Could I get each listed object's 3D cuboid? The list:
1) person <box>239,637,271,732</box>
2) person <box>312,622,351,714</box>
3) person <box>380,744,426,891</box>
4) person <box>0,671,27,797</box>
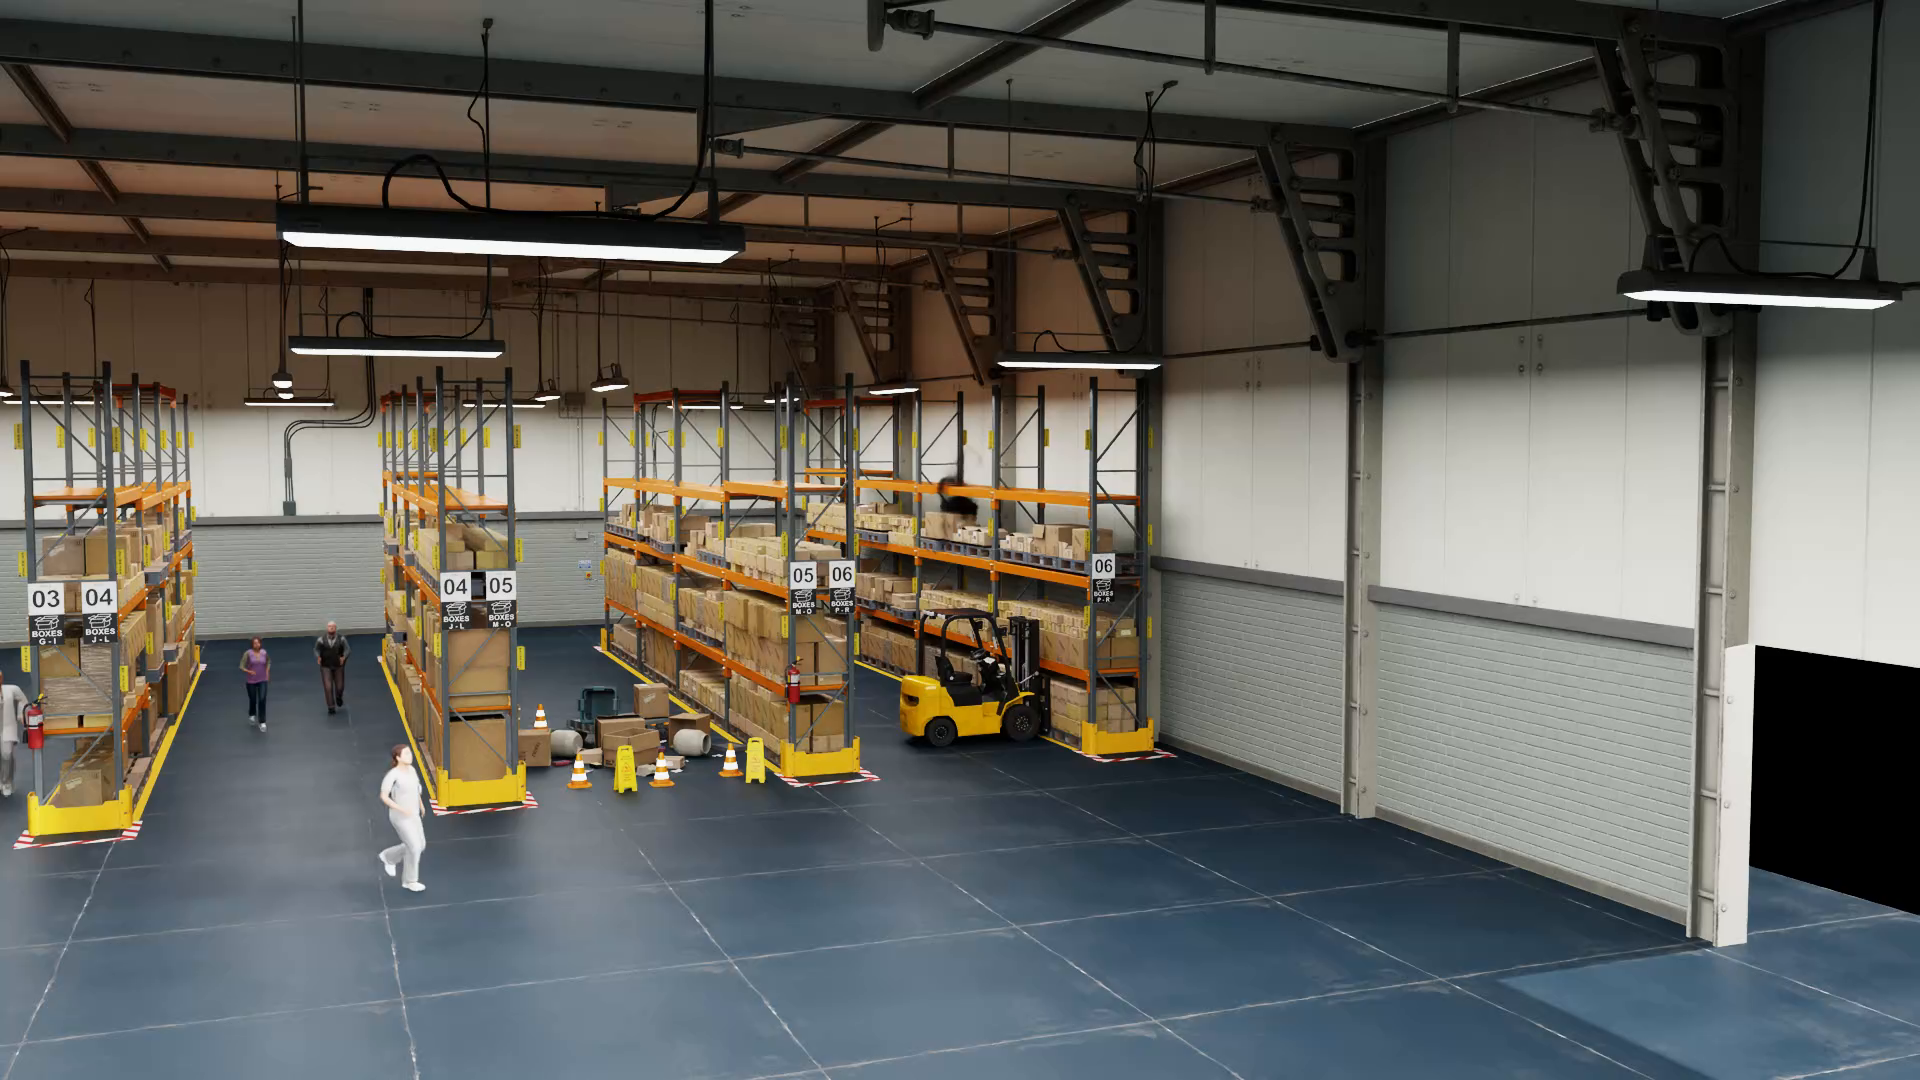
[{"bbox_3d":[-12.178,2.467,28.756,0.539,1.606,0.829,-2,4,-31],"label":"person"},{"bbox_3d":[-11.522,2.366,30.507,0.659,1.601,0.614,-1,4,-20],"label":"person"},{"bbox_3d":[-6.240,3.070,18.516,0.641,1.629,0.583,1,4,19],"label":"person"},{"bbox_3d":[-13.517,2.715,23.397,0.668,1.807,0.878,-2,4,-26],"label":"person"}]
